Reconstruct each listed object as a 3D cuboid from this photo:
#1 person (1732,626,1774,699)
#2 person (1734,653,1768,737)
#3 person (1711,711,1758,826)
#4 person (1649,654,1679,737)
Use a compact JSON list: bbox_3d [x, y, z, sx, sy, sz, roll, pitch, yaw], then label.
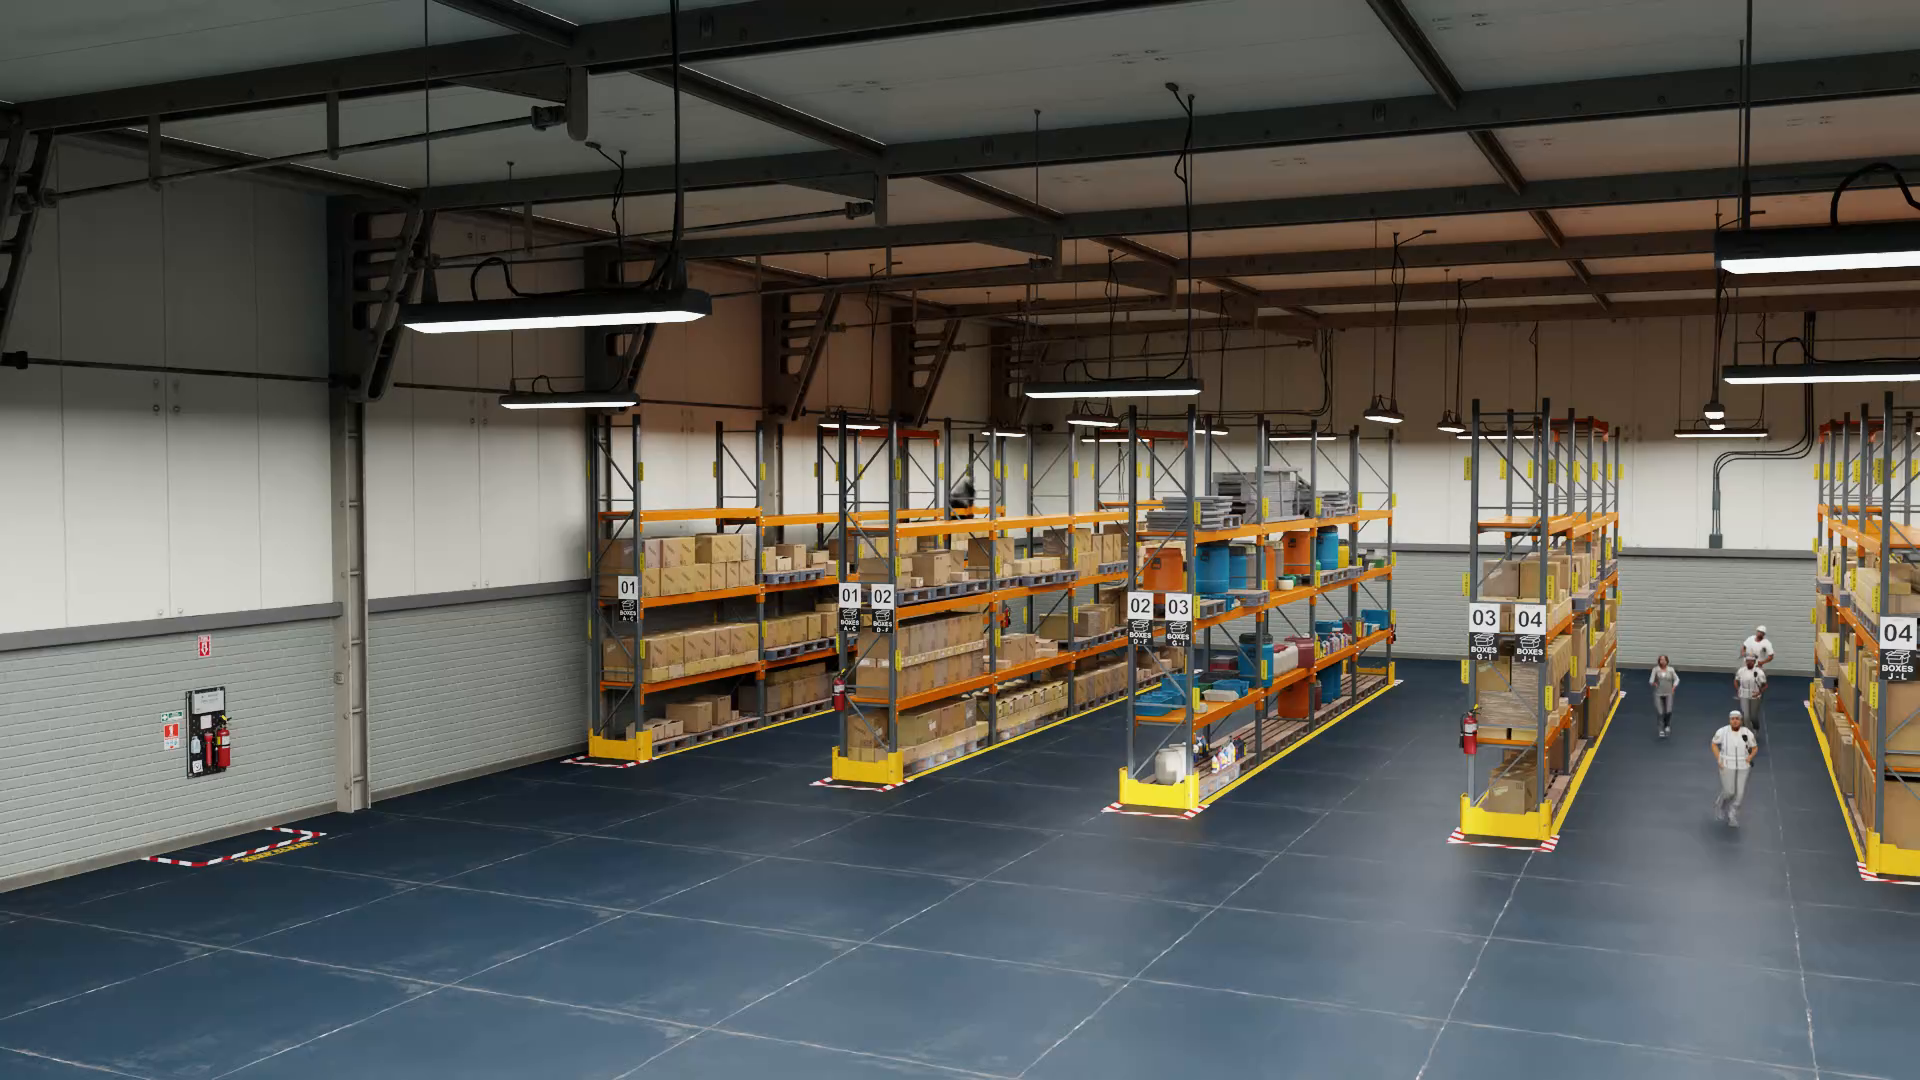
[{"bbox_3d":[17.357,2.687,36.319,0.605,1.642,0.858,-2,3,-33],"label":"person"},{"bbox_3d":[14.531,2.913,30.577,0.587,1.692,0.802,1,3,31],"label":"person"},{"bbox_3d":[10.942,3.222,23.454,0.591,1.635,0.554,1,2,15],"label":"person"},{"bbox_3d":[13.190,2.926,31.171,0.522,1.559,0.555,1,3,23],"label":"person"}]
